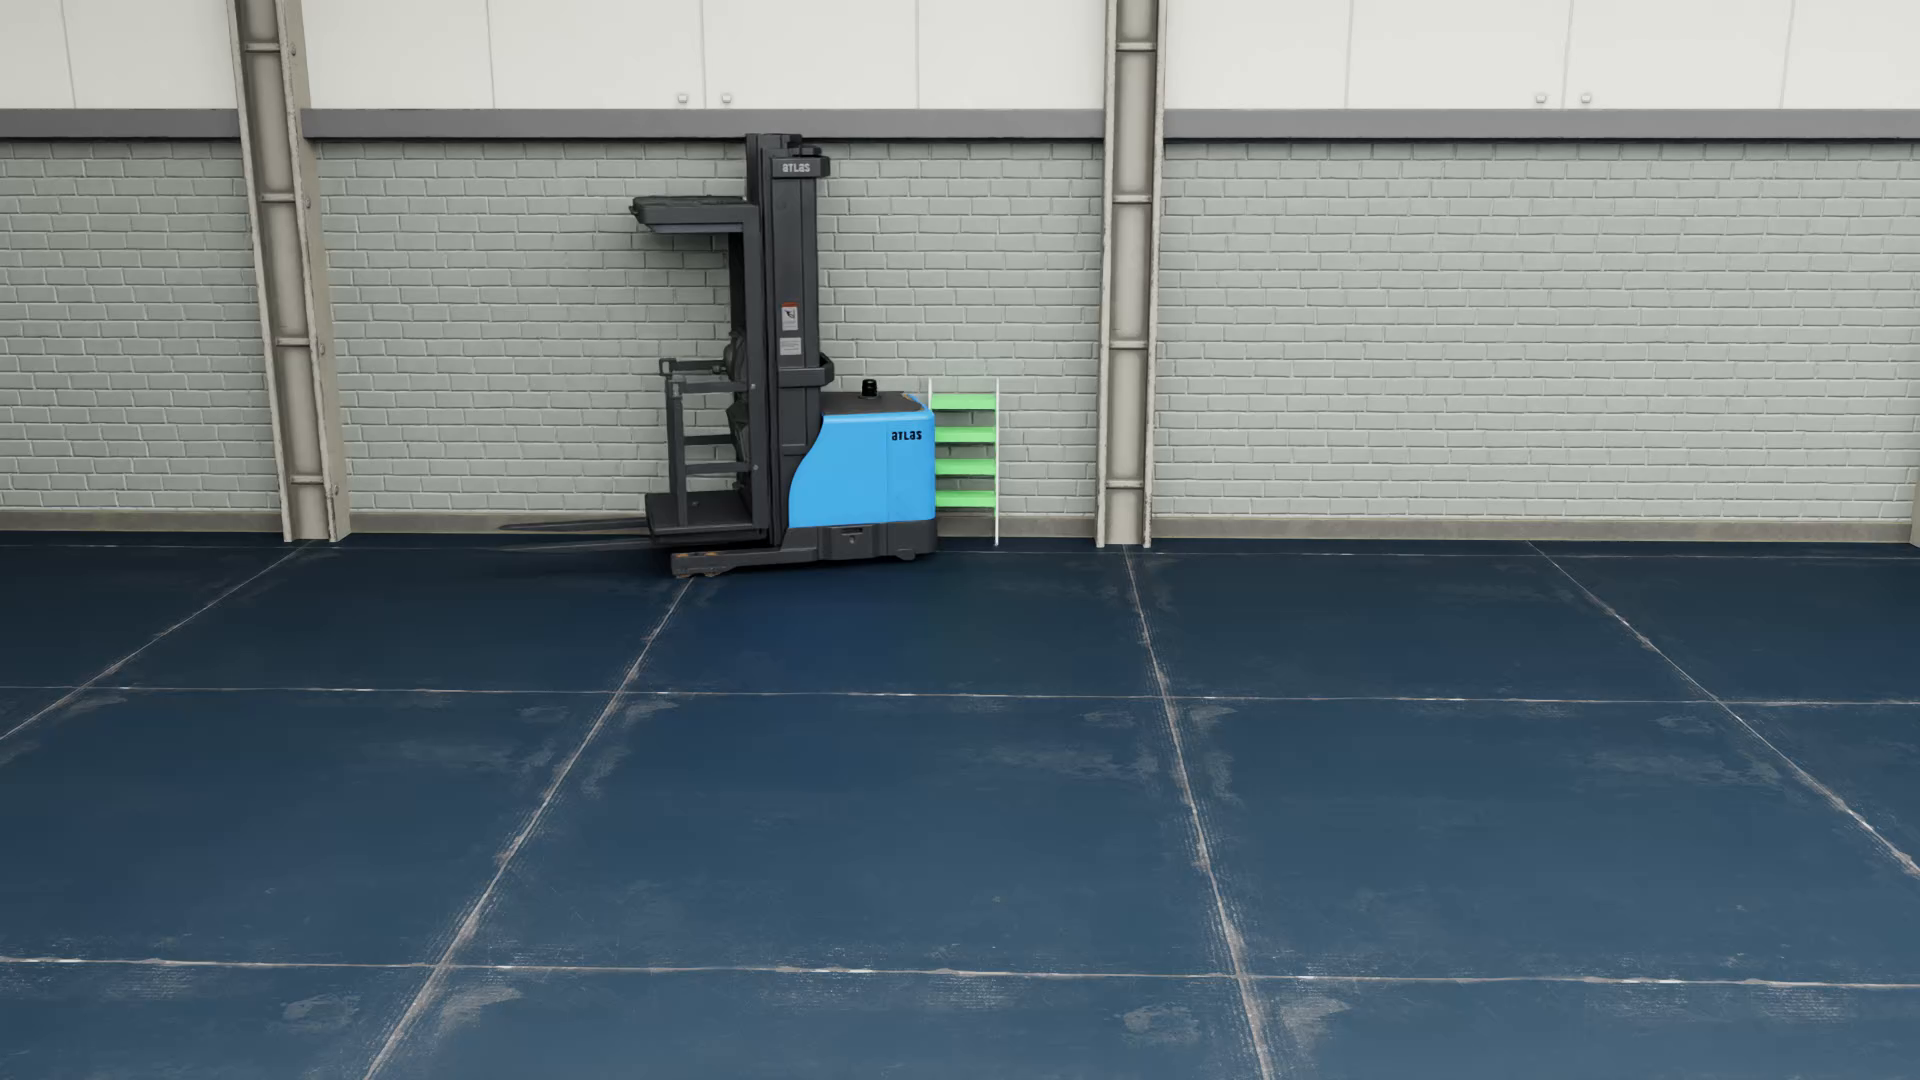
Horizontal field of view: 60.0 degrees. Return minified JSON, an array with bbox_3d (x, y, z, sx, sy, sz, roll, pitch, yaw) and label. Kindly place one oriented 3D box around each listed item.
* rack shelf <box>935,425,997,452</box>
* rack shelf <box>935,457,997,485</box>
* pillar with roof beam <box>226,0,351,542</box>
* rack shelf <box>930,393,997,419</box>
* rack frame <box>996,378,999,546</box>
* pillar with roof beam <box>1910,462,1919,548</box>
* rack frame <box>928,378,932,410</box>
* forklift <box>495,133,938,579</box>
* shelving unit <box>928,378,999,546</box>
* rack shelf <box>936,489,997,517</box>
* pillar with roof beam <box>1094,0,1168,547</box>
[{"bbox_3d":[0.027,-0.738,12.095,0.480,0.148,0.258,0,15,1],"label":"rack shelf"},{"bbox_3d":[0.027,-0.506,12.156,0.480,0.148,0.258,0,15,1],"label":"rack shelf"},{"bbox_3d":[-4.909,-3.279,7.129,0.400,9.000,9.100,0,15,1],"label":"pillar with roof beam"},{"bbox_3d":[0.027,-0.970,12.034,0.480,0.148,0.258,0,15,1],"label":"rack shelf"},{"bbox_3d":[0.271,-0.567,12.136,0.015,1.200,0.240,0,15,1],"label":"rack frame"},{"bbox_3d":[7.087,-3.201,6.833,0.400,9.000,9.100,0,15,1],"label":"pillar with roof beam"},{"bbox_3d":[-0.217,-0.569,12.144,0.015,1.200,0.240,0,15,1],"label":"rack frame"},{"bbox_3d":[-1.731,-1.302,11.529,3.031,2.935,1.130,-3,15,-13],"label":"forklift"},{"bbox_3d":[0.027,-0.568,12.140,0.503,1.200,0.258,0,15,1],"label":"shelving unit"},{"bbox_3d":[0.027,-0.274,12.217,0.480,0.148,0.258,0,15,1],"label":"rack shelf"},{"bbox_3d":[1.089,-3.240,6.981,0.400,9.000,9.100,0,15,1],"label":"pillar with roof beam"}]
